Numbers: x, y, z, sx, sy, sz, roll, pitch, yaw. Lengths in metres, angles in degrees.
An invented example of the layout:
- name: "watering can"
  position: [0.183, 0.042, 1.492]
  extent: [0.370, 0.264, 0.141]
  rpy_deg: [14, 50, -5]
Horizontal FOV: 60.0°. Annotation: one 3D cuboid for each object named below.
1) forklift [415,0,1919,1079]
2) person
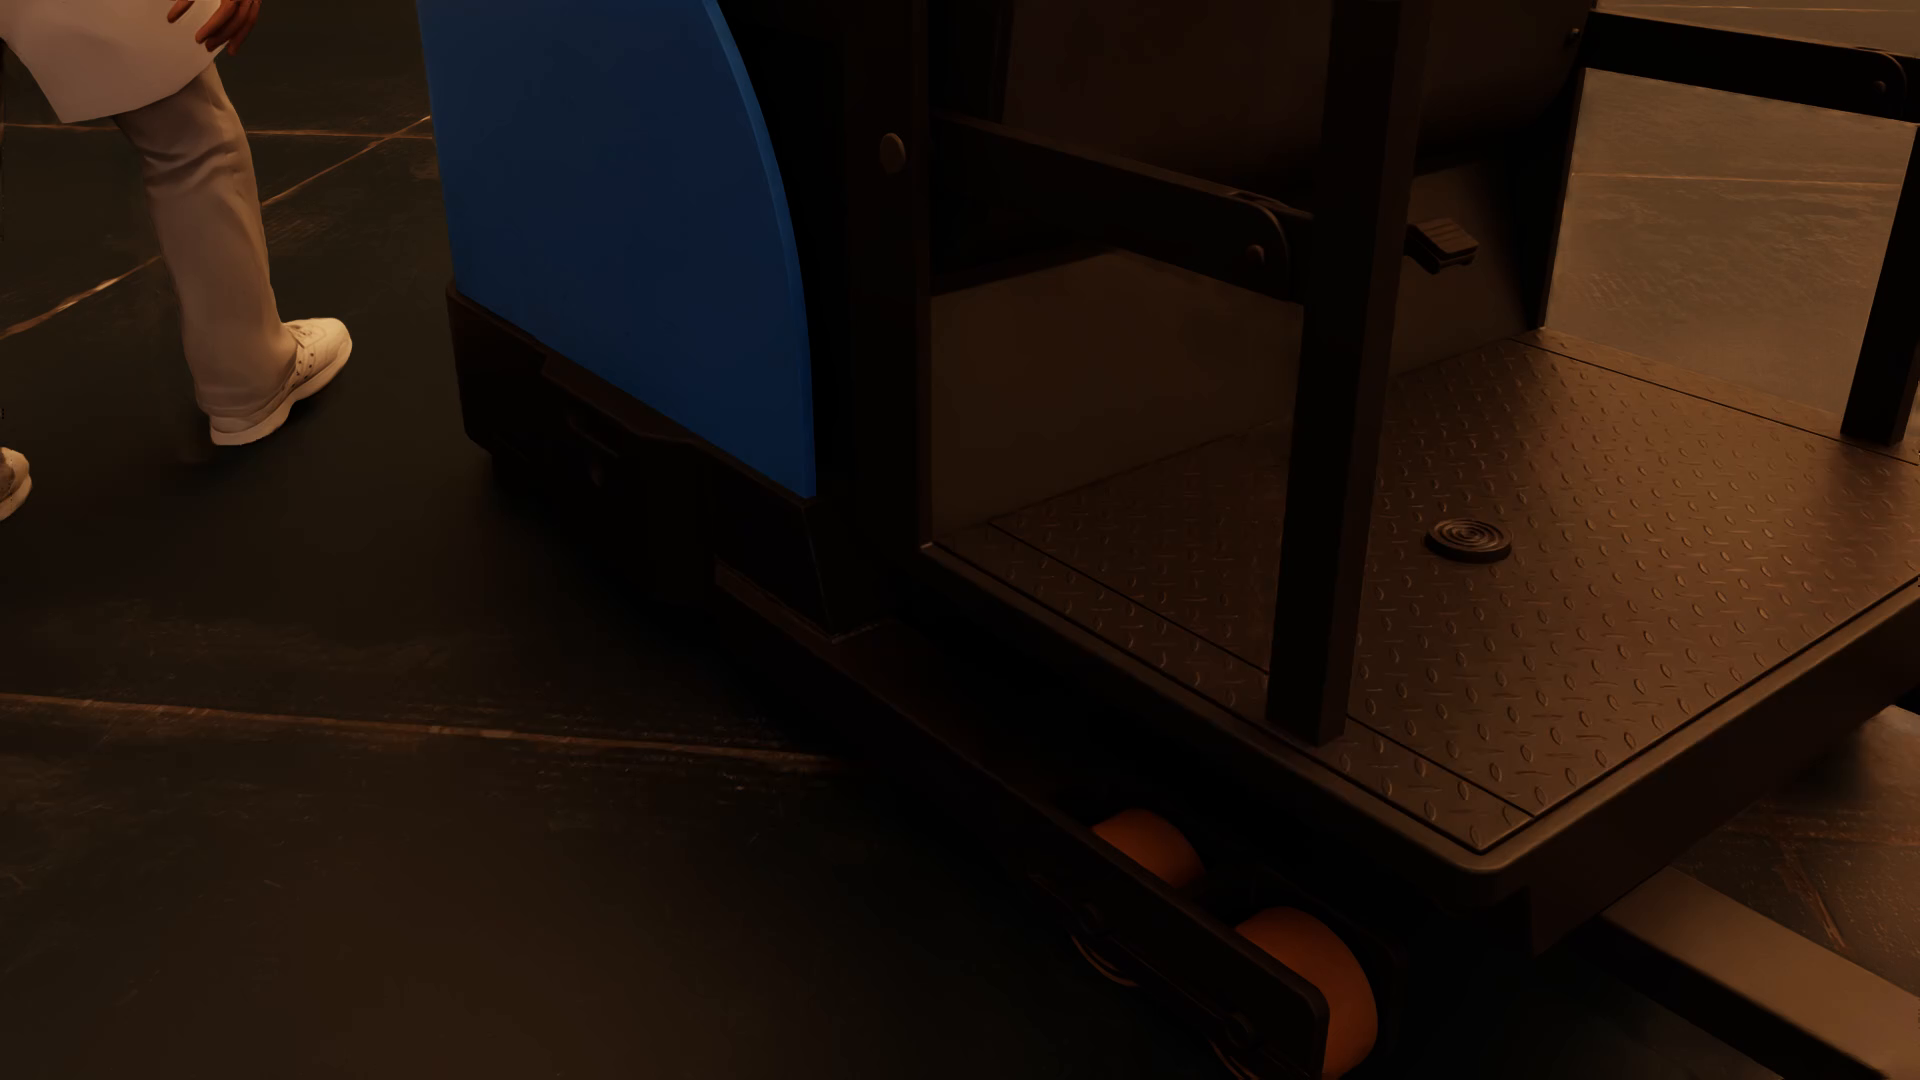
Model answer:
- name: "forklift"
  position: [0.506, -1.063, 1.347]
  extent: [1.130, 2.935, 3.031]
  rpy_deg: [-20, 33, -34]
- name: "person"
  position: [-1.307, -0.893, 2.368]
  extent: [0.763, 1.740, 0.843]
  rpy_deg: [0, 27, 0]
